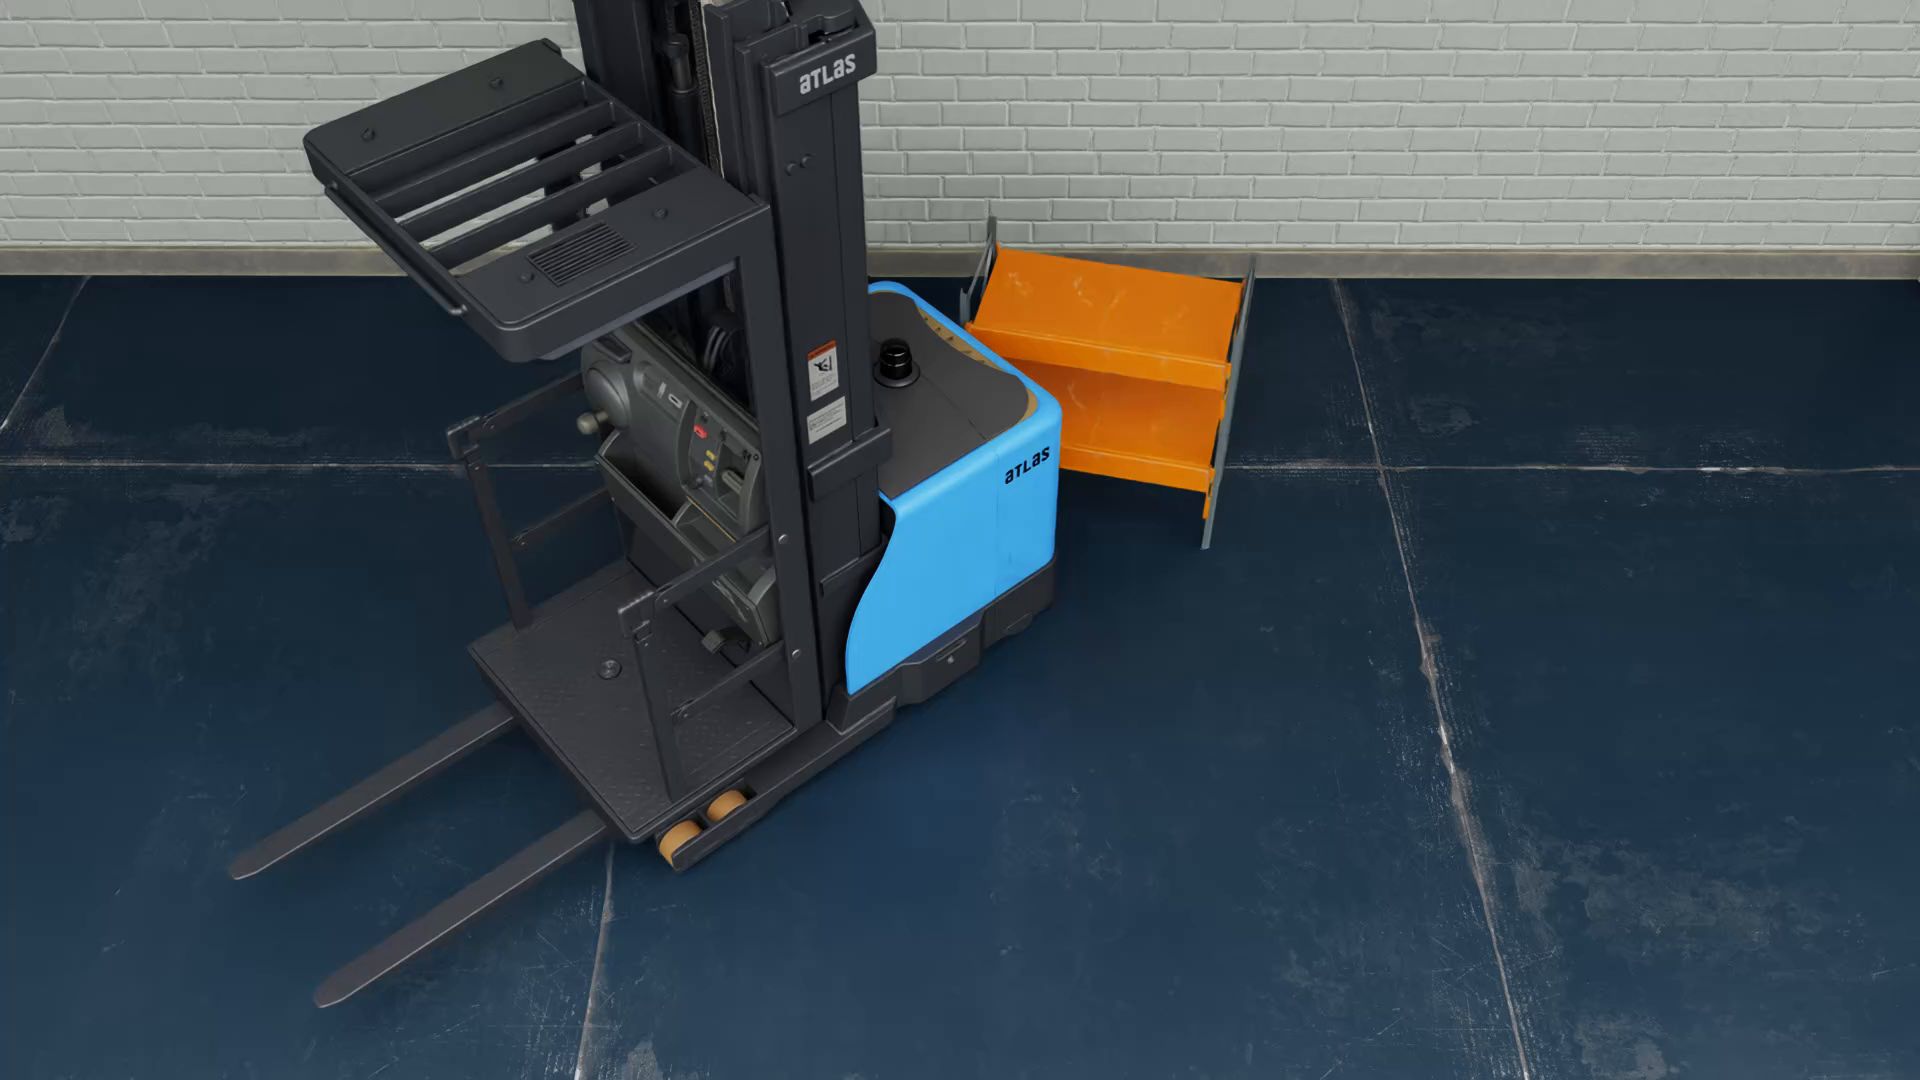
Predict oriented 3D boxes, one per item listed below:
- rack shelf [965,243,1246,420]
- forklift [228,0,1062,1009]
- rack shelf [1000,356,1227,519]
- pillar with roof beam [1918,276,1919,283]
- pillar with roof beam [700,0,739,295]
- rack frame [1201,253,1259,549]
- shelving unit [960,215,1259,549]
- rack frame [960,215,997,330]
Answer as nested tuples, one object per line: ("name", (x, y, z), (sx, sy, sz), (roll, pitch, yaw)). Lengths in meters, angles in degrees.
("rack shelf", (0.565, -0.813, 6.419), (1.000, 0.278, 0.538), (10, 48, 9))
("forklift", (-1.067, -0.300, 5.108), (3.031, 2.935, 1.130), (-33, 55, -27))
("rack shelf", (0.565, -0.447, 6.813), (1.000, 0.278, 0.538), (10, 48, 9))
("pillar with roof beam", (4.789, -1.082, 1.690), (0.400, 9.000, 9.100), (0, 47, 0))
("pillar with roof beam", (-1.211, -1.099, 1.706), (0.400, 9.000, 9.100), (0, 47, 0))
("rack frame", (1.060, -0.527, 6.553), (0.032, 1.125, 0.500), (10, 48, 9))
("shelving unit", (0.565, -0.614, 6.634), (1.048, 1.125, 0.538), (10, 48, 9))
("rack frame", (0.071, -0.700, 6.714), (0.032, 1.125, 0.500), (10, 48, 9))
